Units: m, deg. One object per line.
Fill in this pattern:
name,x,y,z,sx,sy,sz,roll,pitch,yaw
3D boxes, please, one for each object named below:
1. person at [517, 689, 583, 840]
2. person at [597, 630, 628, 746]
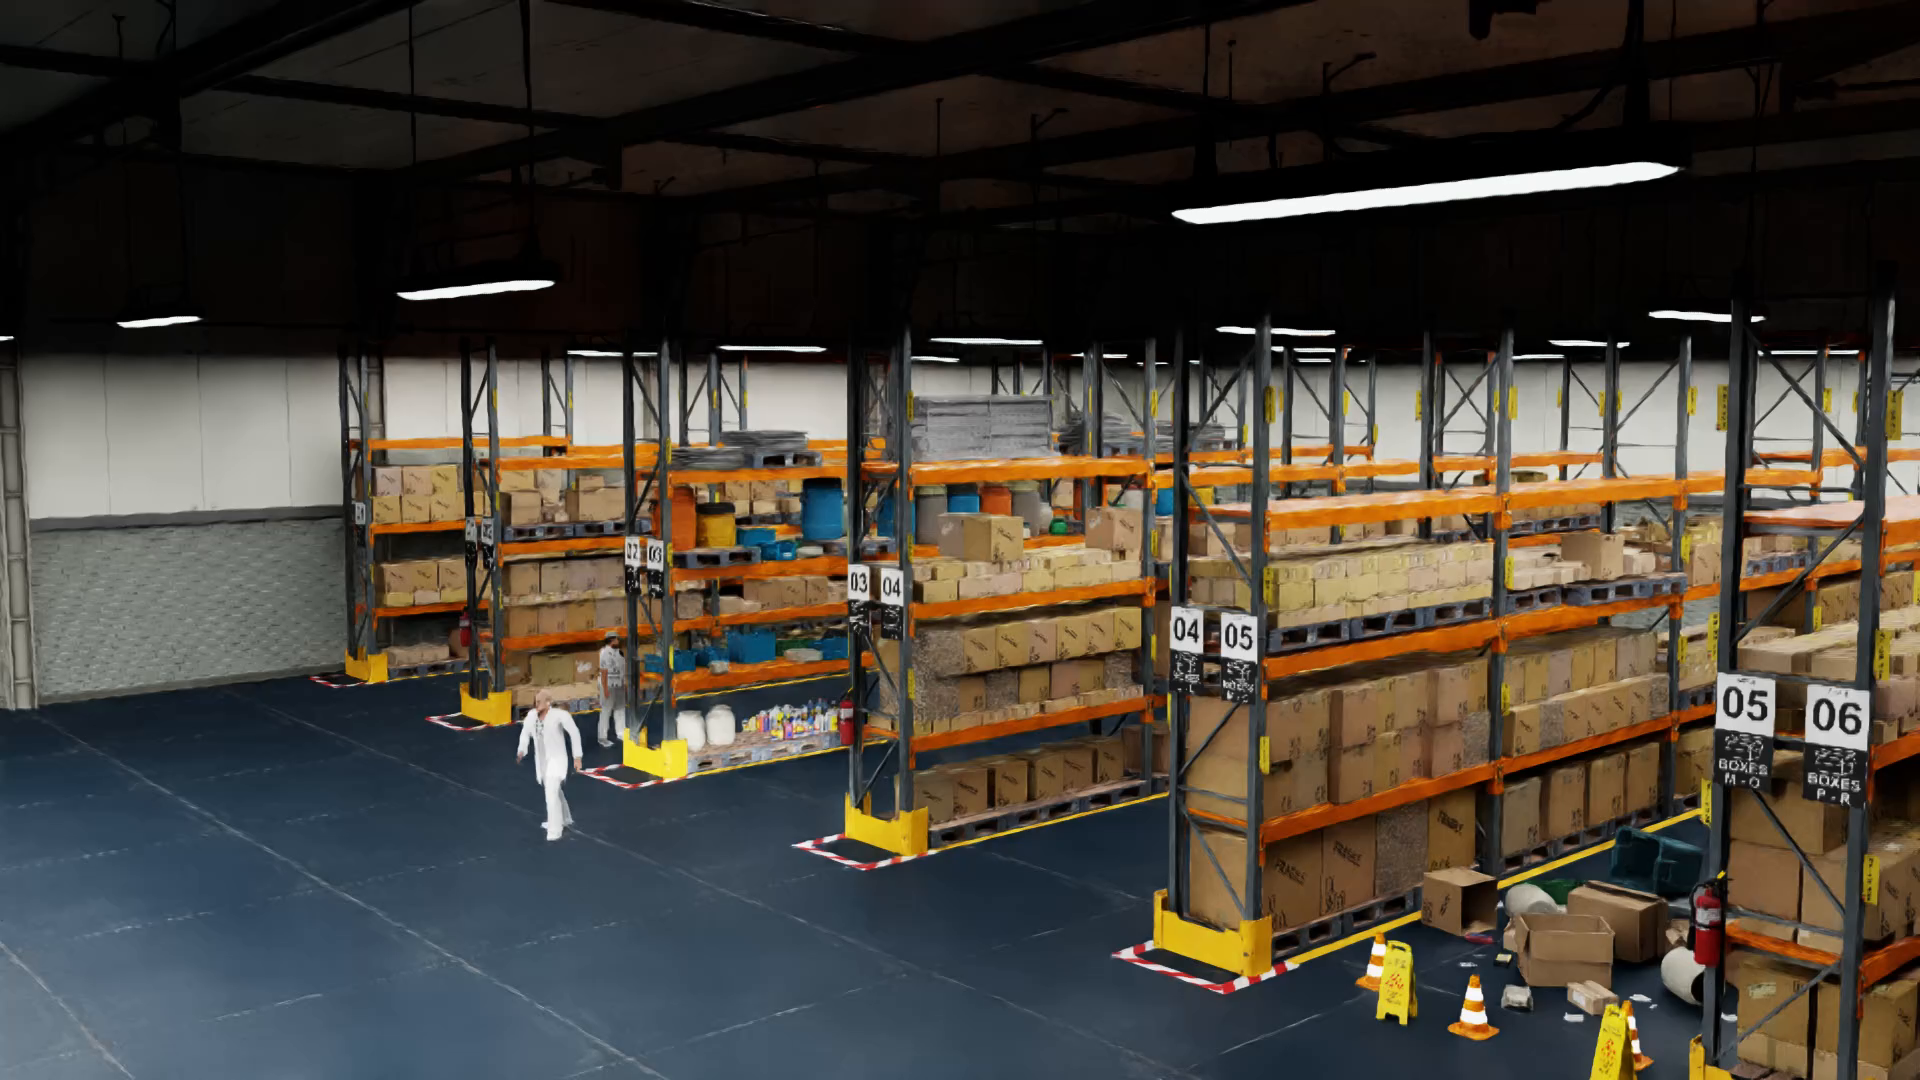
person,-4.752,2.570,19.341,0.728,1.722,0.853,3,6,29
person,-5.070,2.146,24.359,0.449,1.668,0.530,2,5,17
